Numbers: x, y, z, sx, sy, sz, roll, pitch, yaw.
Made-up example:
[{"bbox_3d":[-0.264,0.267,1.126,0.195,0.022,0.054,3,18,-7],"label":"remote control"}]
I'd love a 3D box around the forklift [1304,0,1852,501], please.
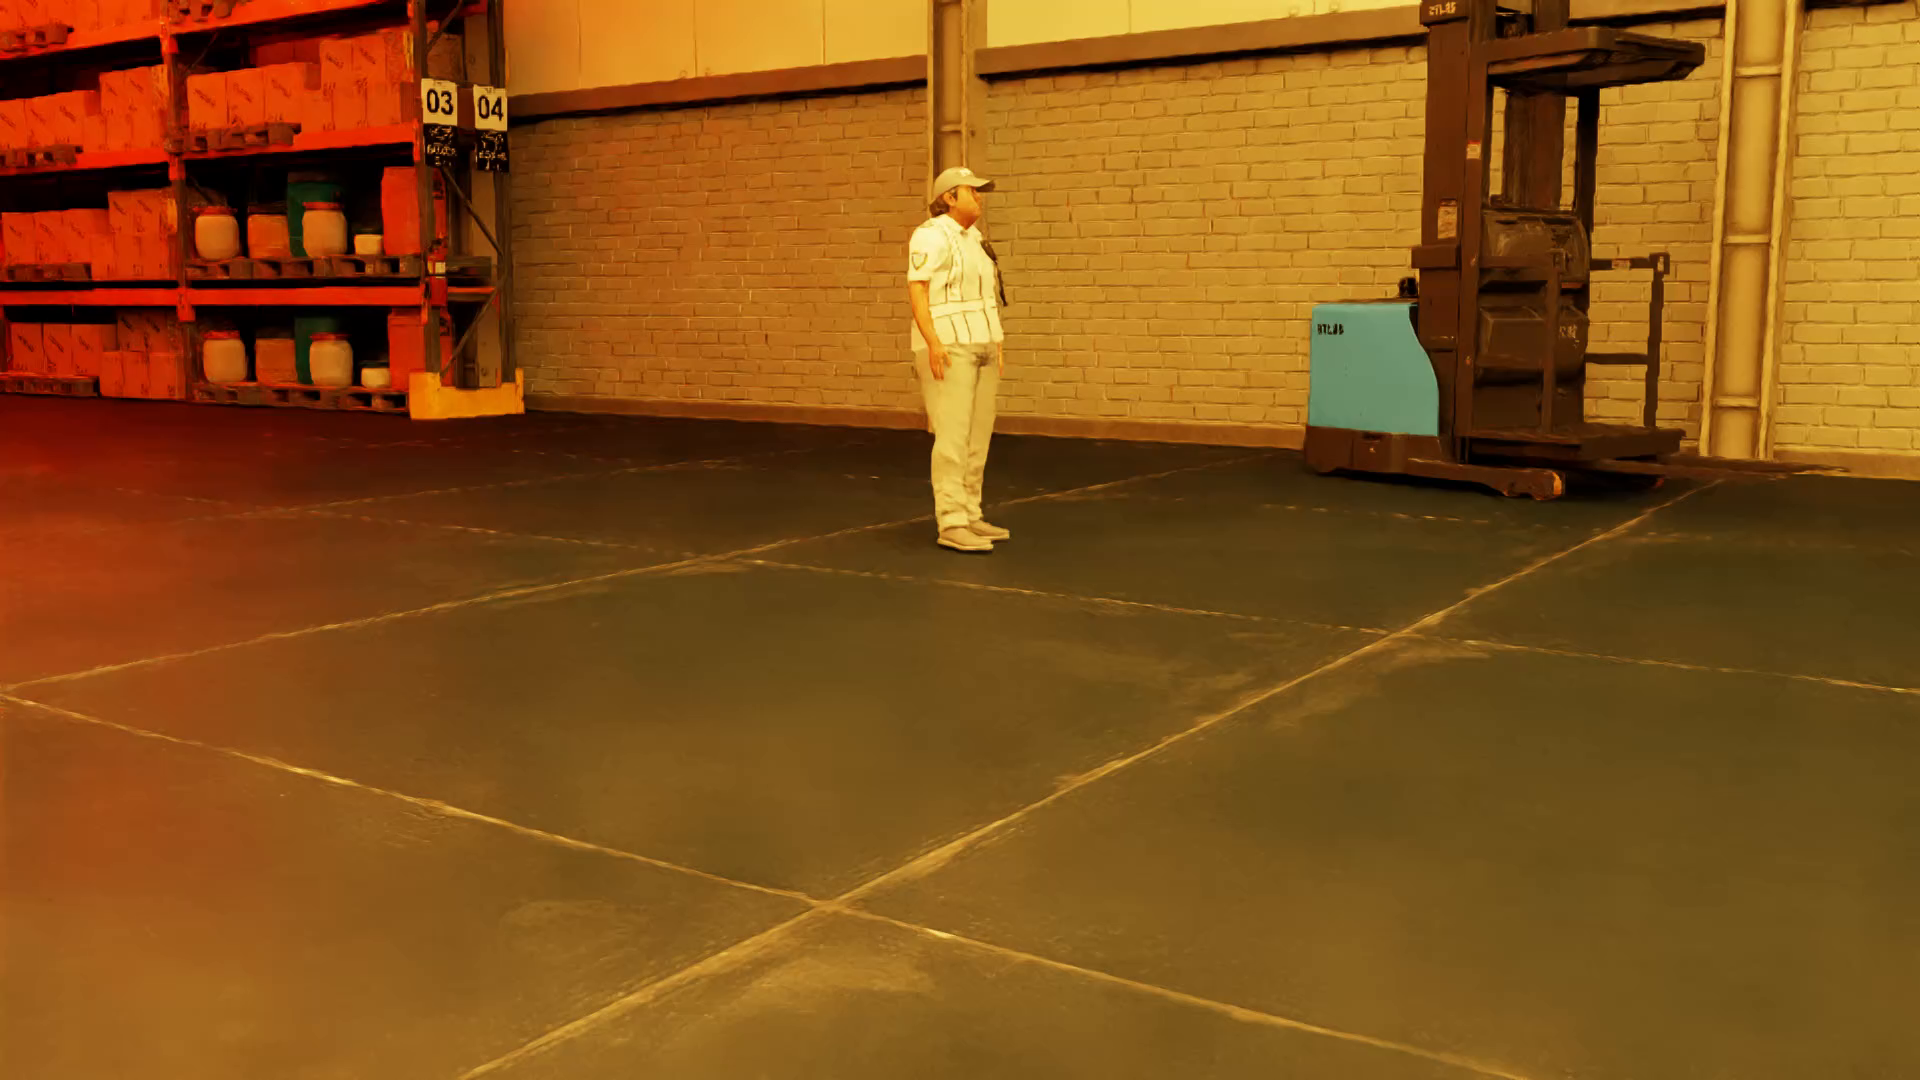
[{"bbox_3d":[3.446,-1.739,9.421,1.130,2.935,3.031,-6,10,-36],"label":"forklift"}]

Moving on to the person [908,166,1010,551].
[{"bbox_3d":[0.051,-0.823,7.424,0.529,1.669,0.598,5,10,34],"label":"person"}]
